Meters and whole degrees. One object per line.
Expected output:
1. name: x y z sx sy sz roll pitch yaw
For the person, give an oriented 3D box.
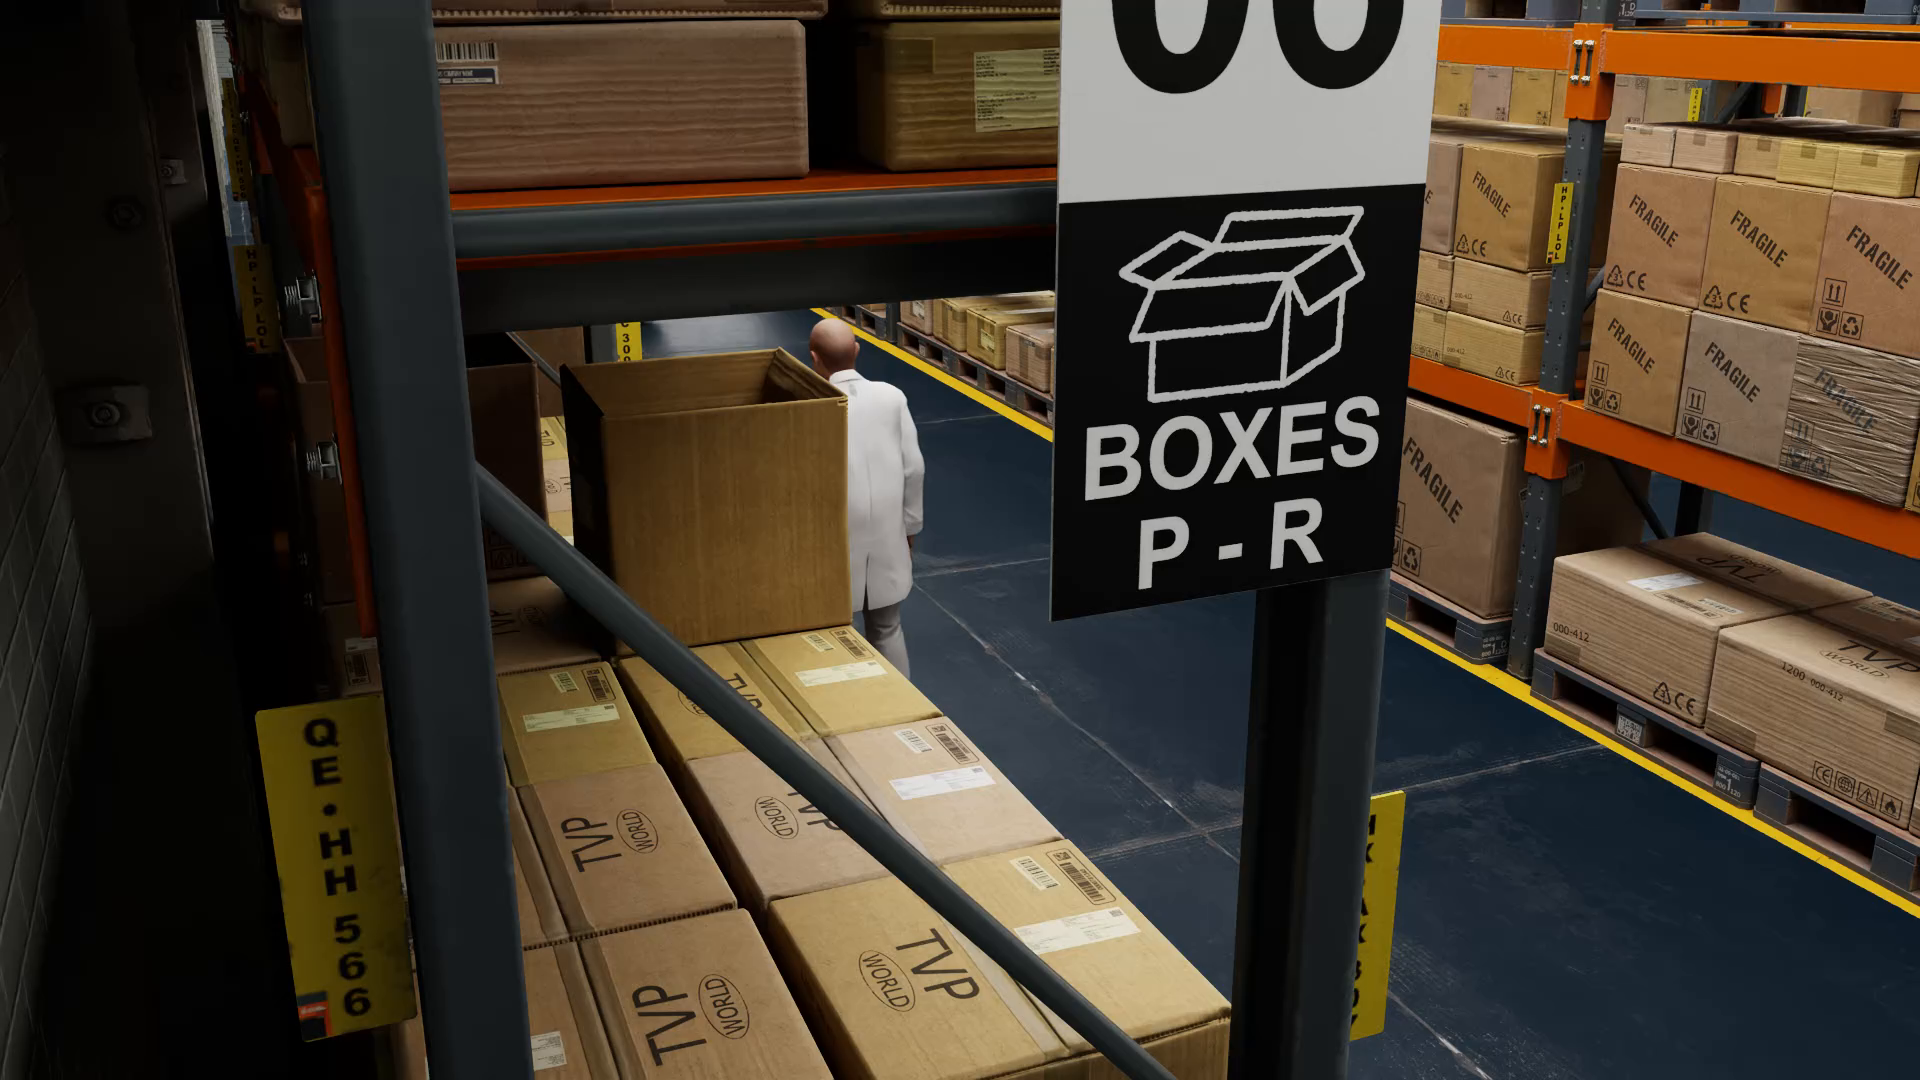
1. person: -0.443 0.010 6.559 0.649 1.772 0.433 -10 21 -27
